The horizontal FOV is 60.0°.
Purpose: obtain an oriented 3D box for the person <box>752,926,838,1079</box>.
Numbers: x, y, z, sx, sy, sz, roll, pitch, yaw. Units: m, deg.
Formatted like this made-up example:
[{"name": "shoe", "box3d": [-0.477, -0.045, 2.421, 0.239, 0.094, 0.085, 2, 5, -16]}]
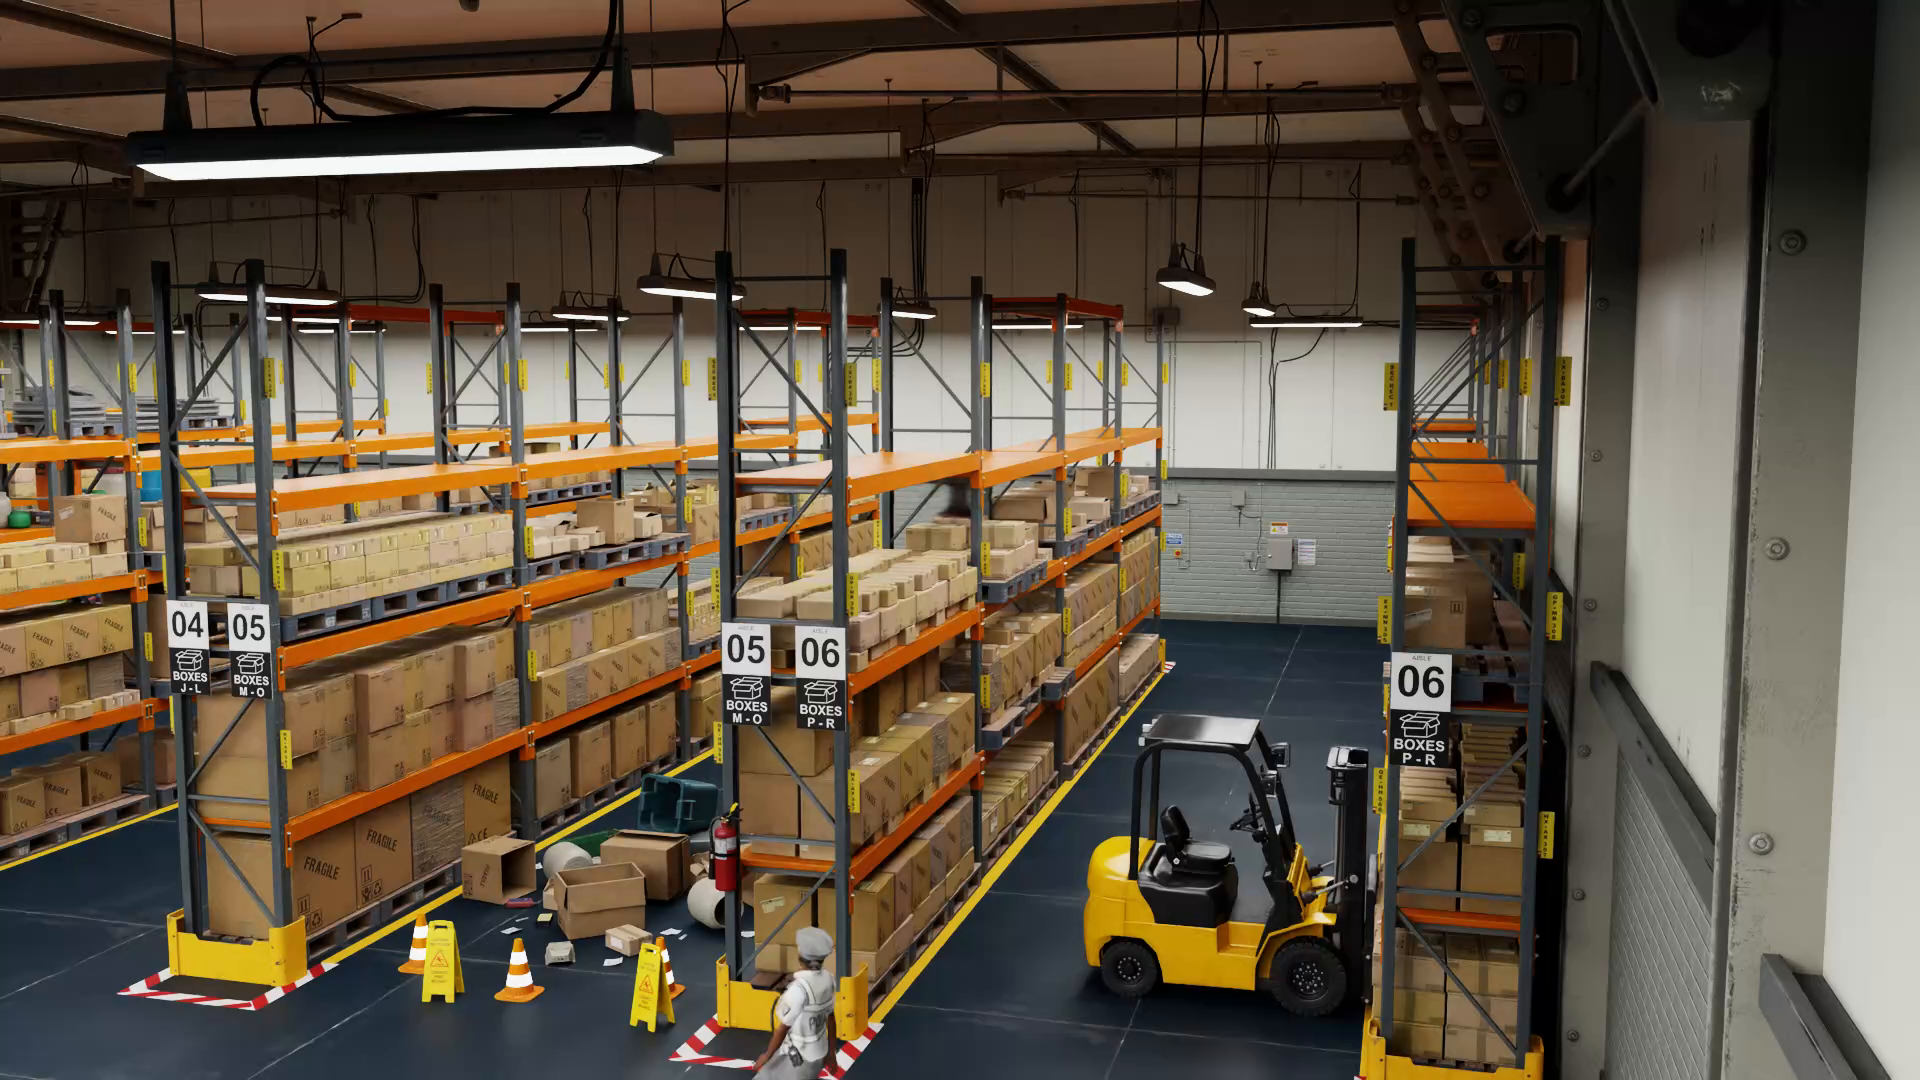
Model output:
[{"name": "person", "box3d": [-1.066, 3.254, 10.638, 0.951, 1.578, 0.420, 0, 6, 3]}]
